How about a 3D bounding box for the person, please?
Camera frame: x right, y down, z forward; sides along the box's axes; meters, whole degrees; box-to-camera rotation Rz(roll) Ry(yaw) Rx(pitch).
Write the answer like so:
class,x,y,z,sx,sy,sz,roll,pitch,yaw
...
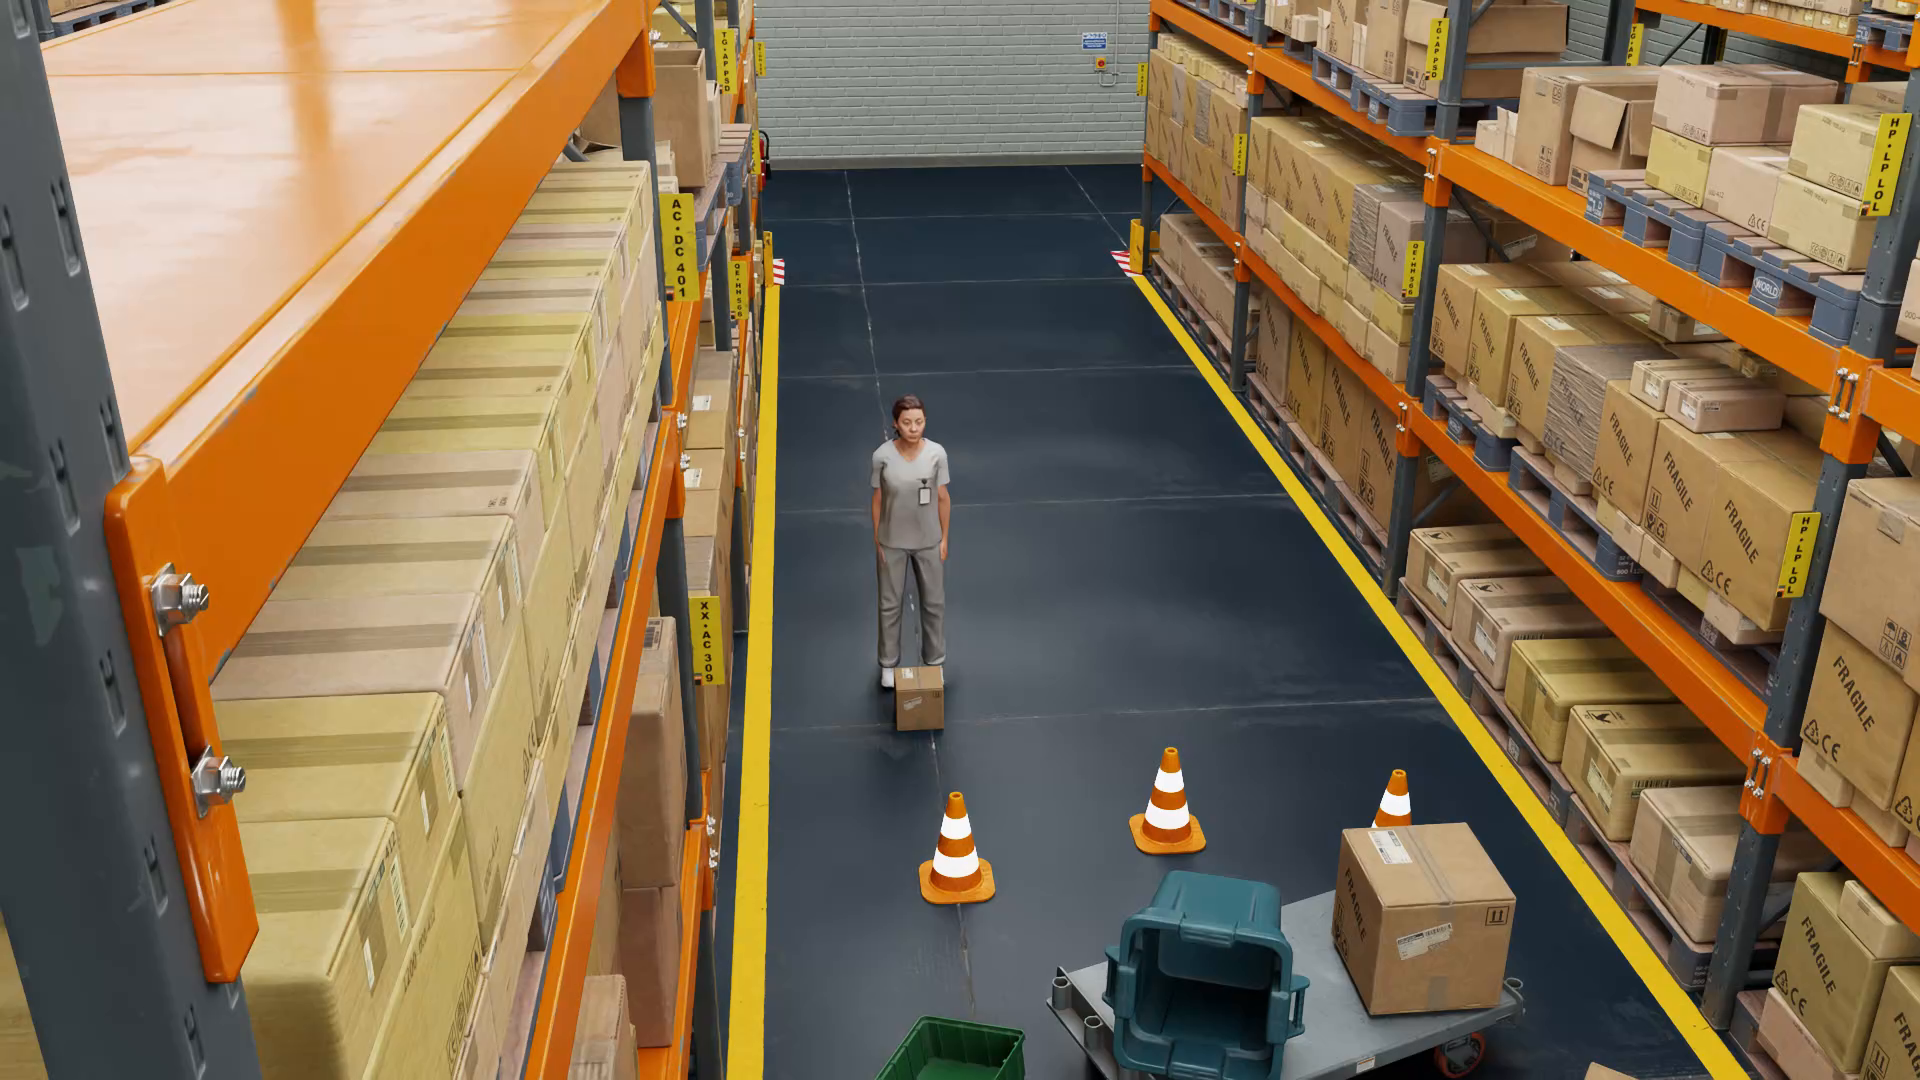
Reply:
class,x,y,z,sx,sy,sz,roll,pitch,yaw
person,-0.268,0.005,9.100,0.436,1.668,0.359,-2,24,-4
